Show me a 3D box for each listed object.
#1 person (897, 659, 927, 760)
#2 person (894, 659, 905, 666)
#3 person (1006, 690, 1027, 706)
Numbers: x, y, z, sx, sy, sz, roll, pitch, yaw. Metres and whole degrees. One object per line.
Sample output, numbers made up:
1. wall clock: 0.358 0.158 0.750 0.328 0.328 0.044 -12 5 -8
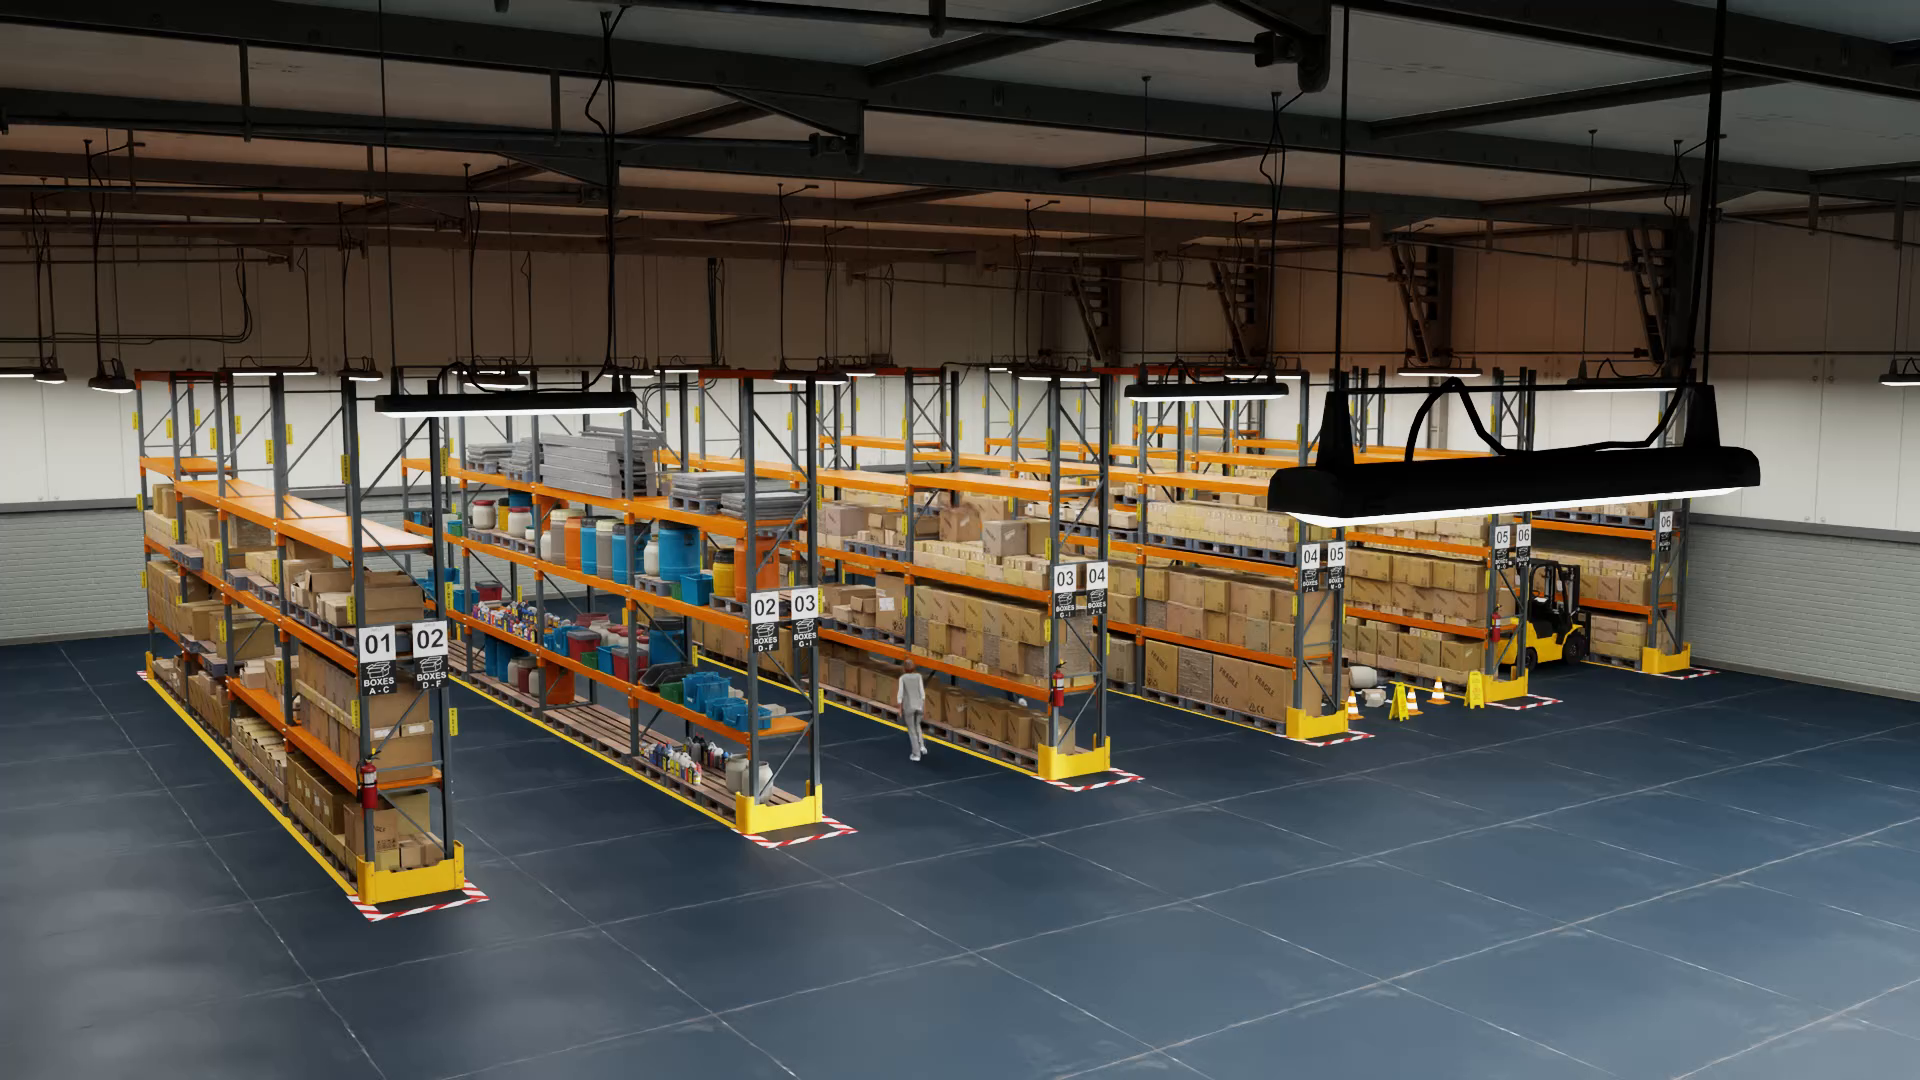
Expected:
1. person: -0.737 2.623 25.819 0.456 1.584 0.442 -3 7 -26
2. person: -1.015 1.828 32.267 0.594 1.712 1.081 -5 8 -35
3. person: 0.931 2.224 29.444 0.463 1.596 0.471 -4 7 -29
